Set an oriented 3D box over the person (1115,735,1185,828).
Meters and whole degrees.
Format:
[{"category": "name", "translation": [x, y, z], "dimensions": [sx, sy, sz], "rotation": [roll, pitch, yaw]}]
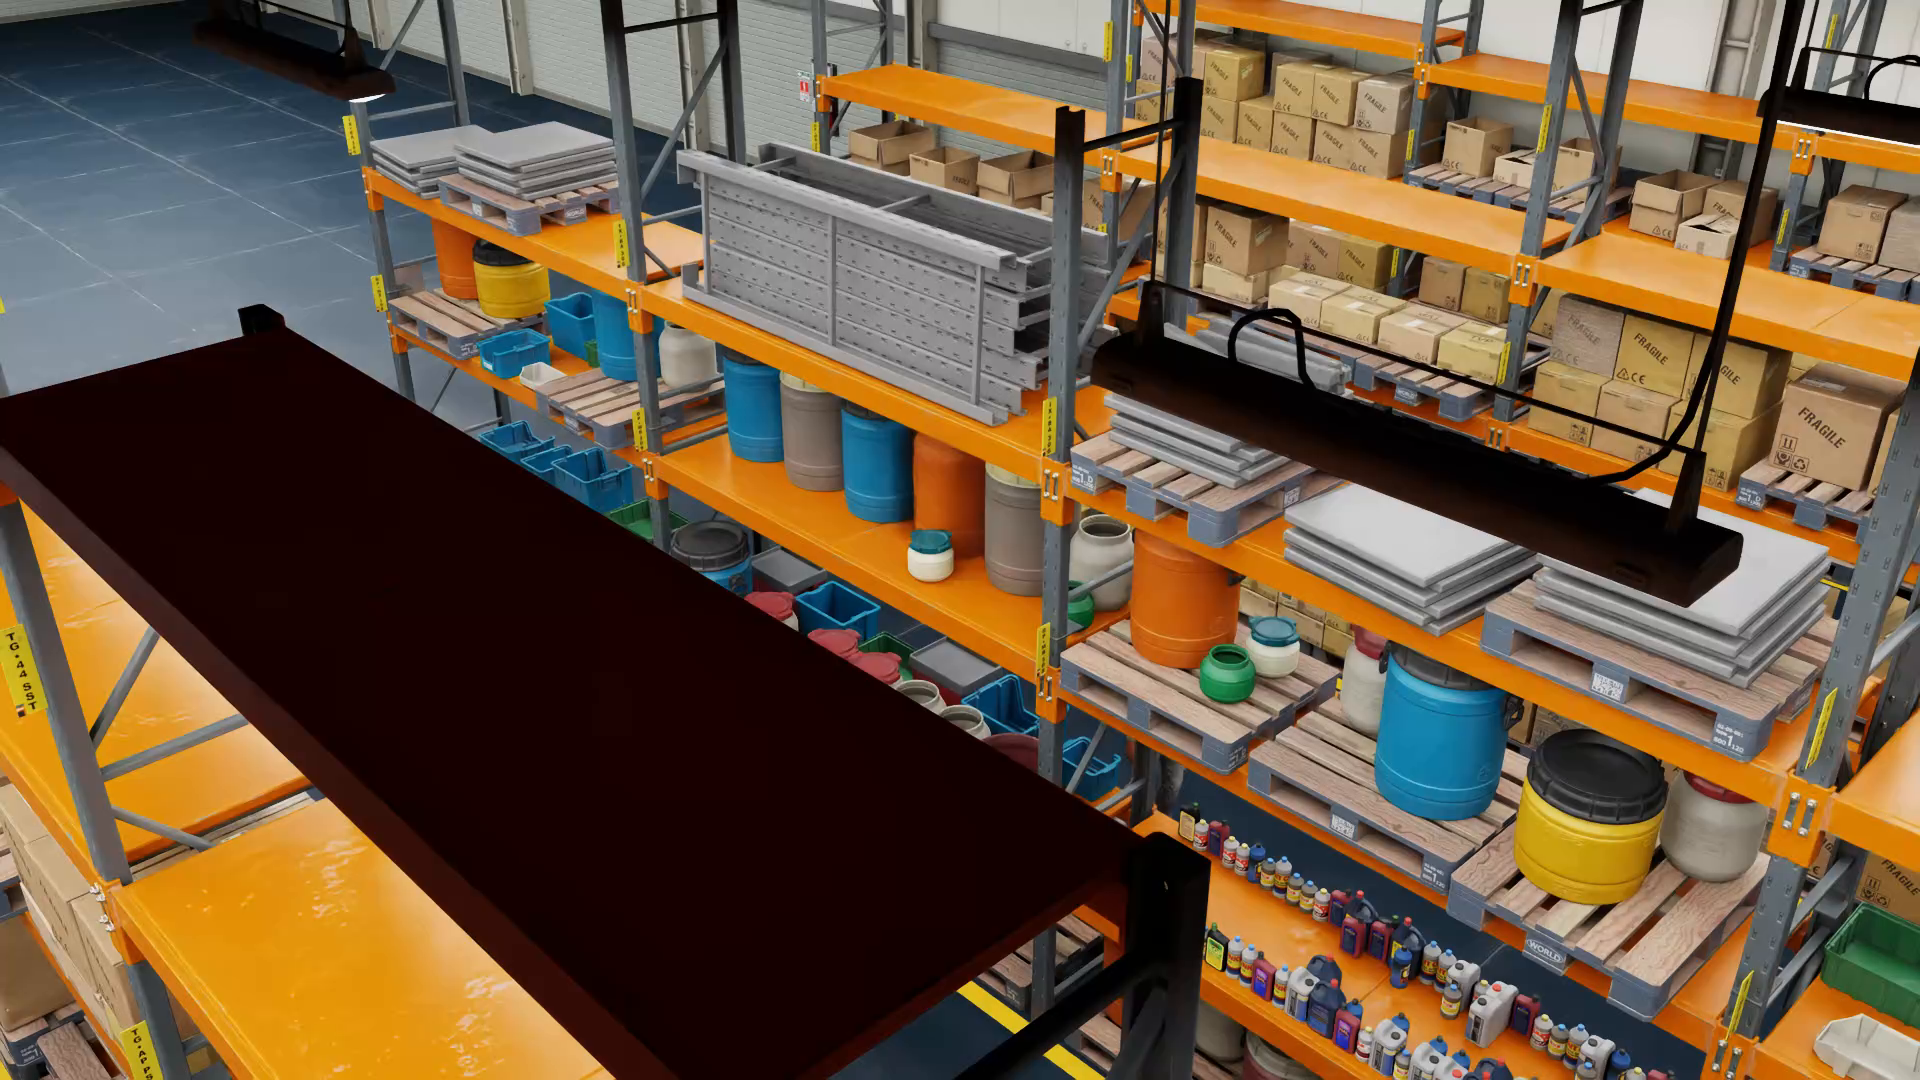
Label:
[{"category": "person", "translation": [1.472, 1.432, 12.328], "dimensions": [0.571, 1.771, 0.514], "rotation": [-11, 30, -20]}]
